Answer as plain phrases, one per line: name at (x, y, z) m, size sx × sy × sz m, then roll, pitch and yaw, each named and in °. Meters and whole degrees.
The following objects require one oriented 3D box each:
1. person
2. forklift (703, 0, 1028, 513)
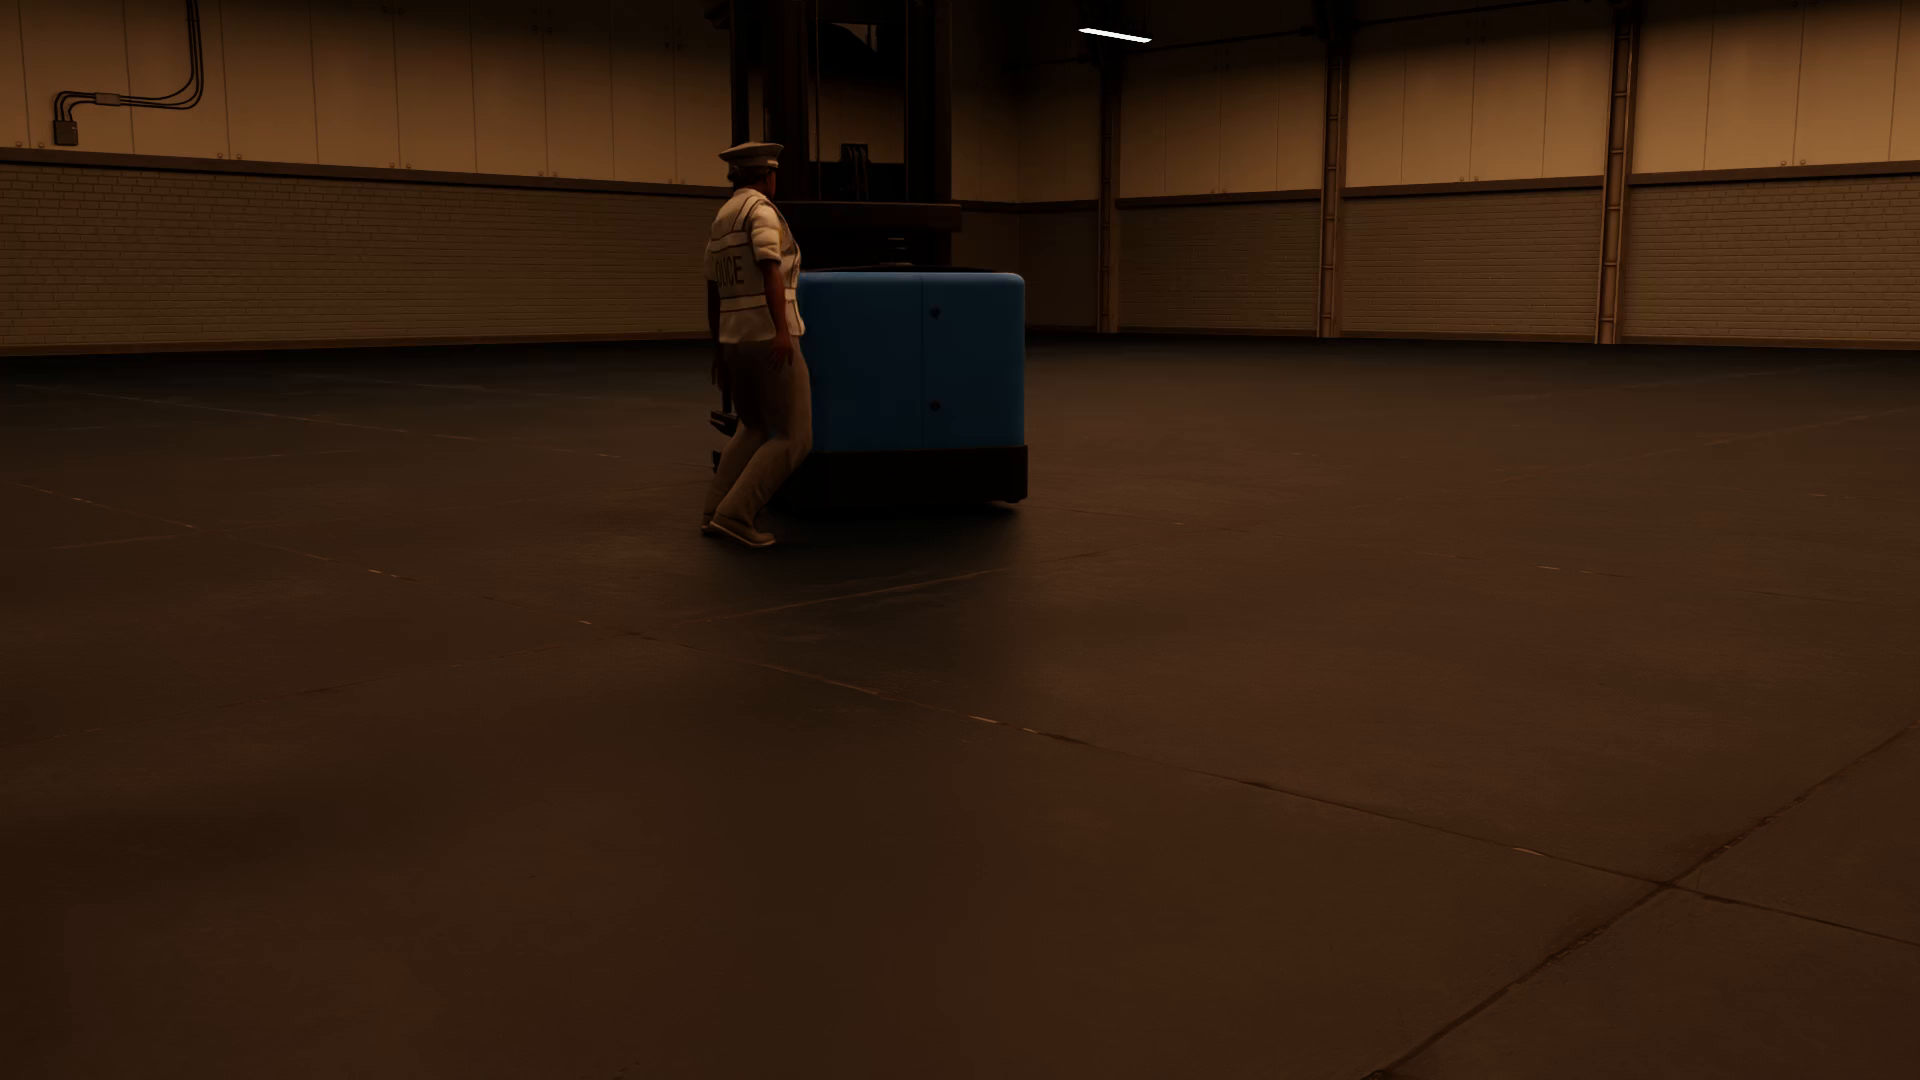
person at (-0.852, -0.777, 6.606) m, size 0.466 × 1.592 × 0.817 m, roll -5°, pitch 10°, yaw -31°
forklift at (-0.668, -1.749, 8.488) m, size 1.130 × 2.935 × 3.031 m, roll -3°, pitch 9°, yaw -19°
